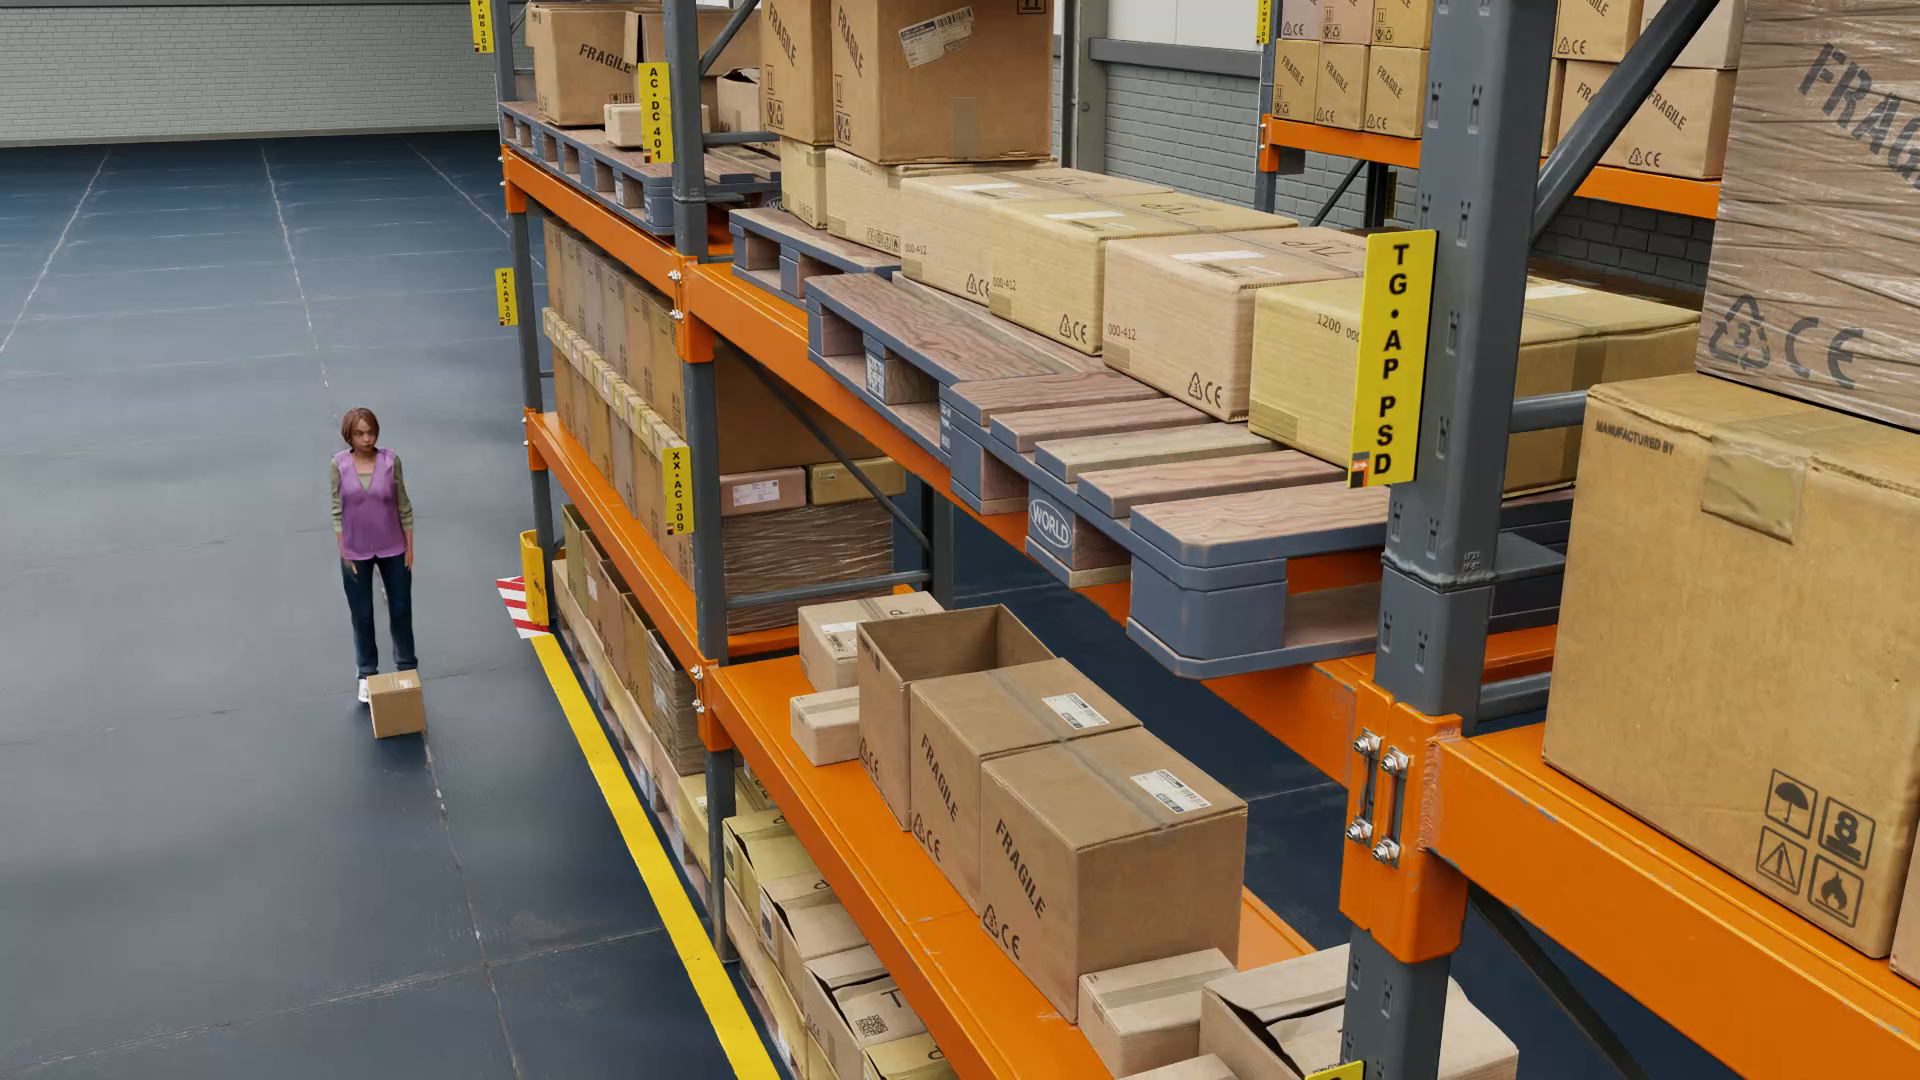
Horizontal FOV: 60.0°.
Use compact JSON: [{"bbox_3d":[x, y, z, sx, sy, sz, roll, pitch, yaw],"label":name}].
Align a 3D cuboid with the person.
[{"bbox_3d":[-3.108,0.073,8.870,0.404,1.600,0.300,-8,21,-21],"label":"person"}]
